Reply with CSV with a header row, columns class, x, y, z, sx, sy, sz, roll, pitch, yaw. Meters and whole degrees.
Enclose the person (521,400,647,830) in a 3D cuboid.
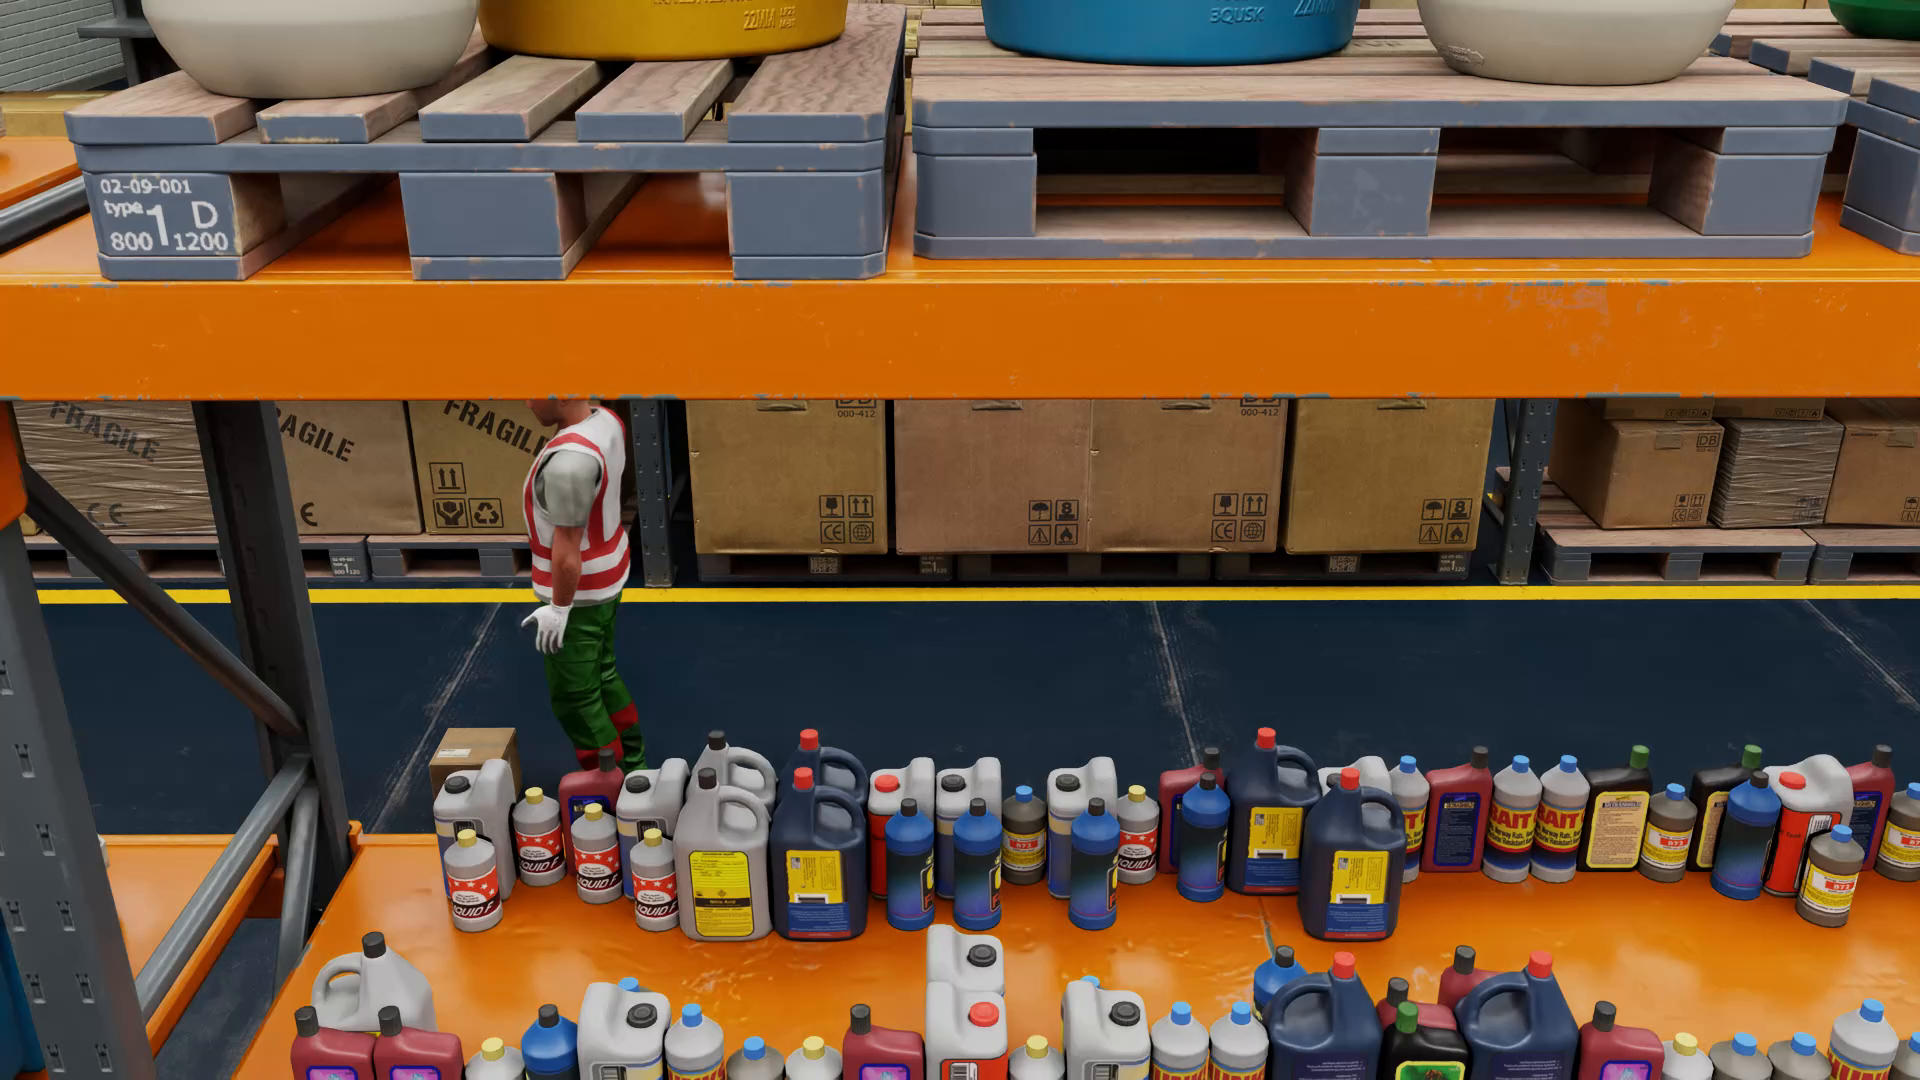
class,x,y,z,sx,sy,sz,roll,pitch,yaw
person,-1.303,0.166,5.708,0.351,1.777,0.528,0,24,1
